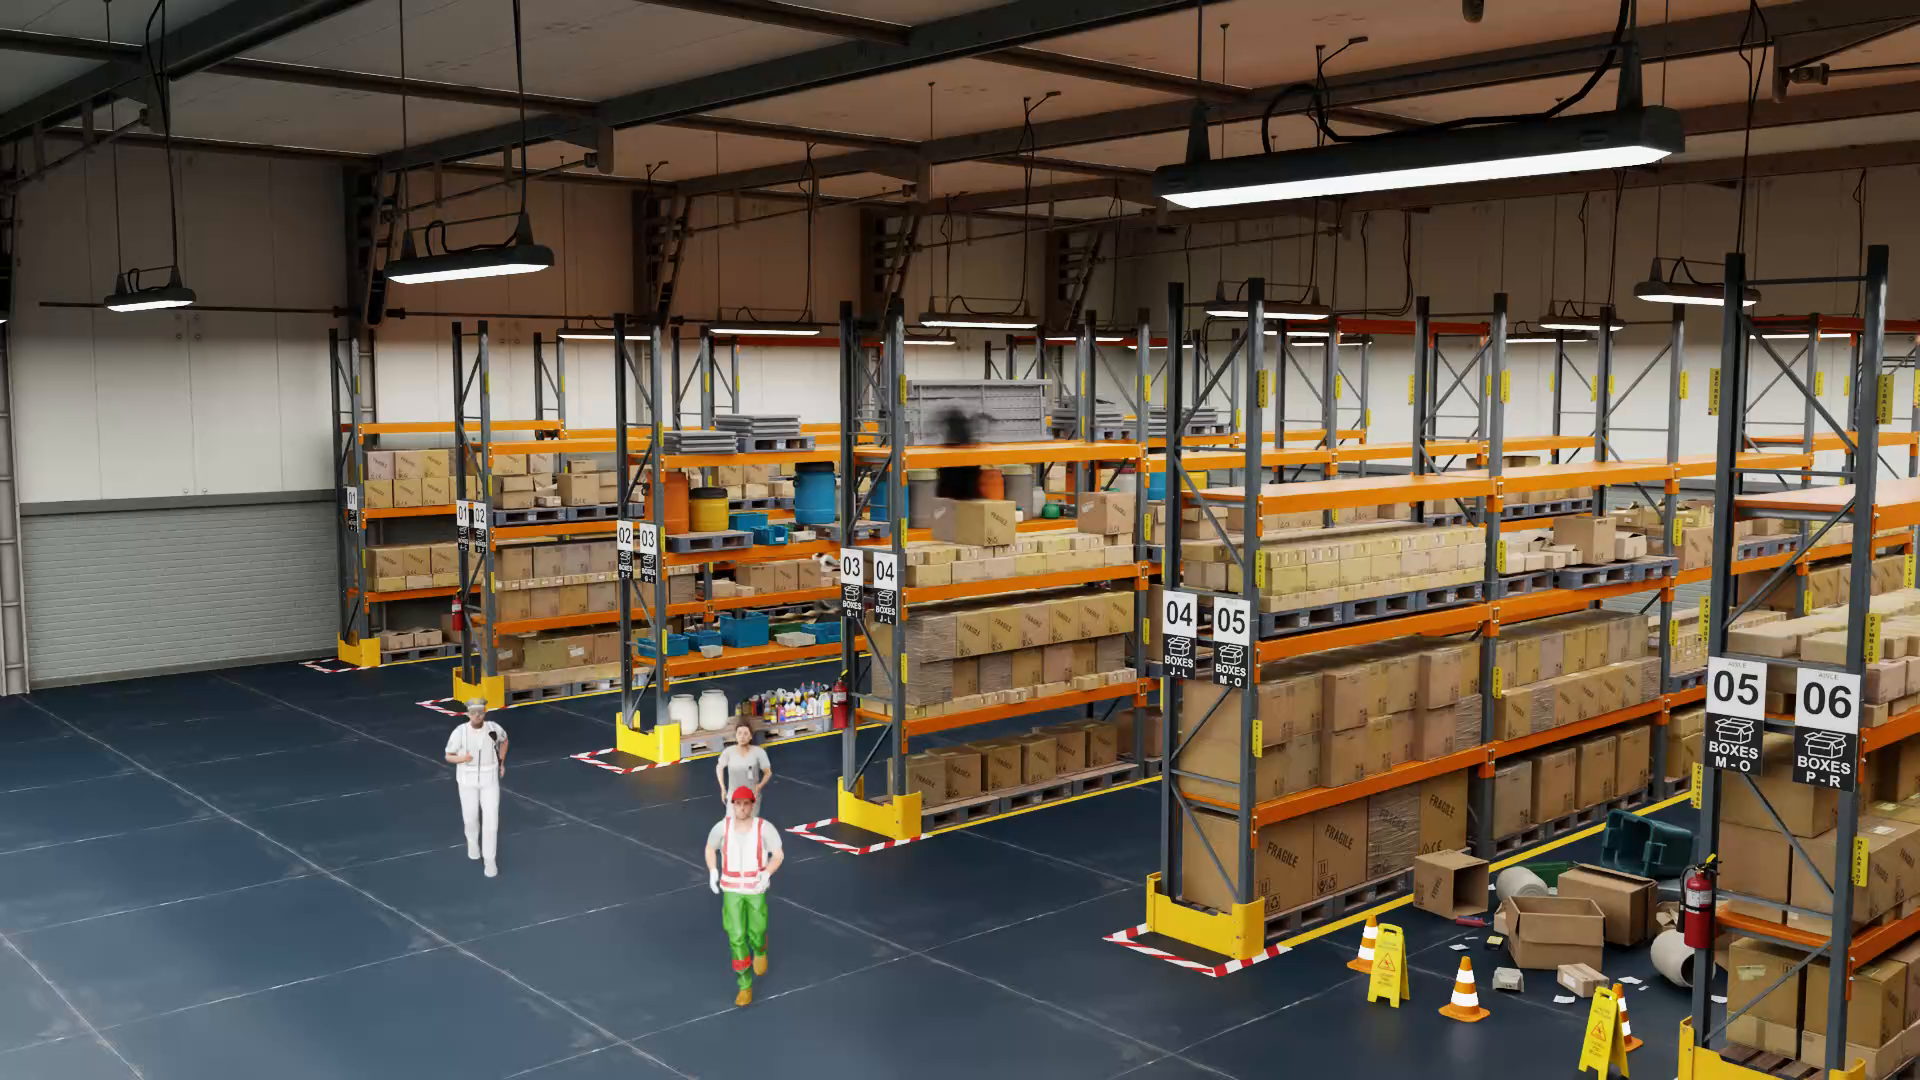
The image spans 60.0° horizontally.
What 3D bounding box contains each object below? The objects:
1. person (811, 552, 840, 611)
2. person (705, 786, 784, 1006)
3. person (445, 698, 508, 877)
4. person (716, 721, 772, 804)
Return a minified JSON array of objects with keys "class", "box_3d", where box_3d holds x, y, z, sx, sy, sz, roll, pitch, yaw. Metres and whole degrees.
[{"class":"person","box_3d":[-2.867,0.896,34.059,0.696,1.761,0.991,5,7,41]},{"class":"person","box_3d":[-1.807,2.917,13.902,0.667,1.767,0.741,0,6,-1]},{"class":"person","box_3d":[-5.049,2.540,17.440,0.653,1.805,0.898,-2,6,-18]},{"class":"person","box_3d":[-2.199,2.659,16.939,0.573,1.637,0.576,-1,6,-6]}]
